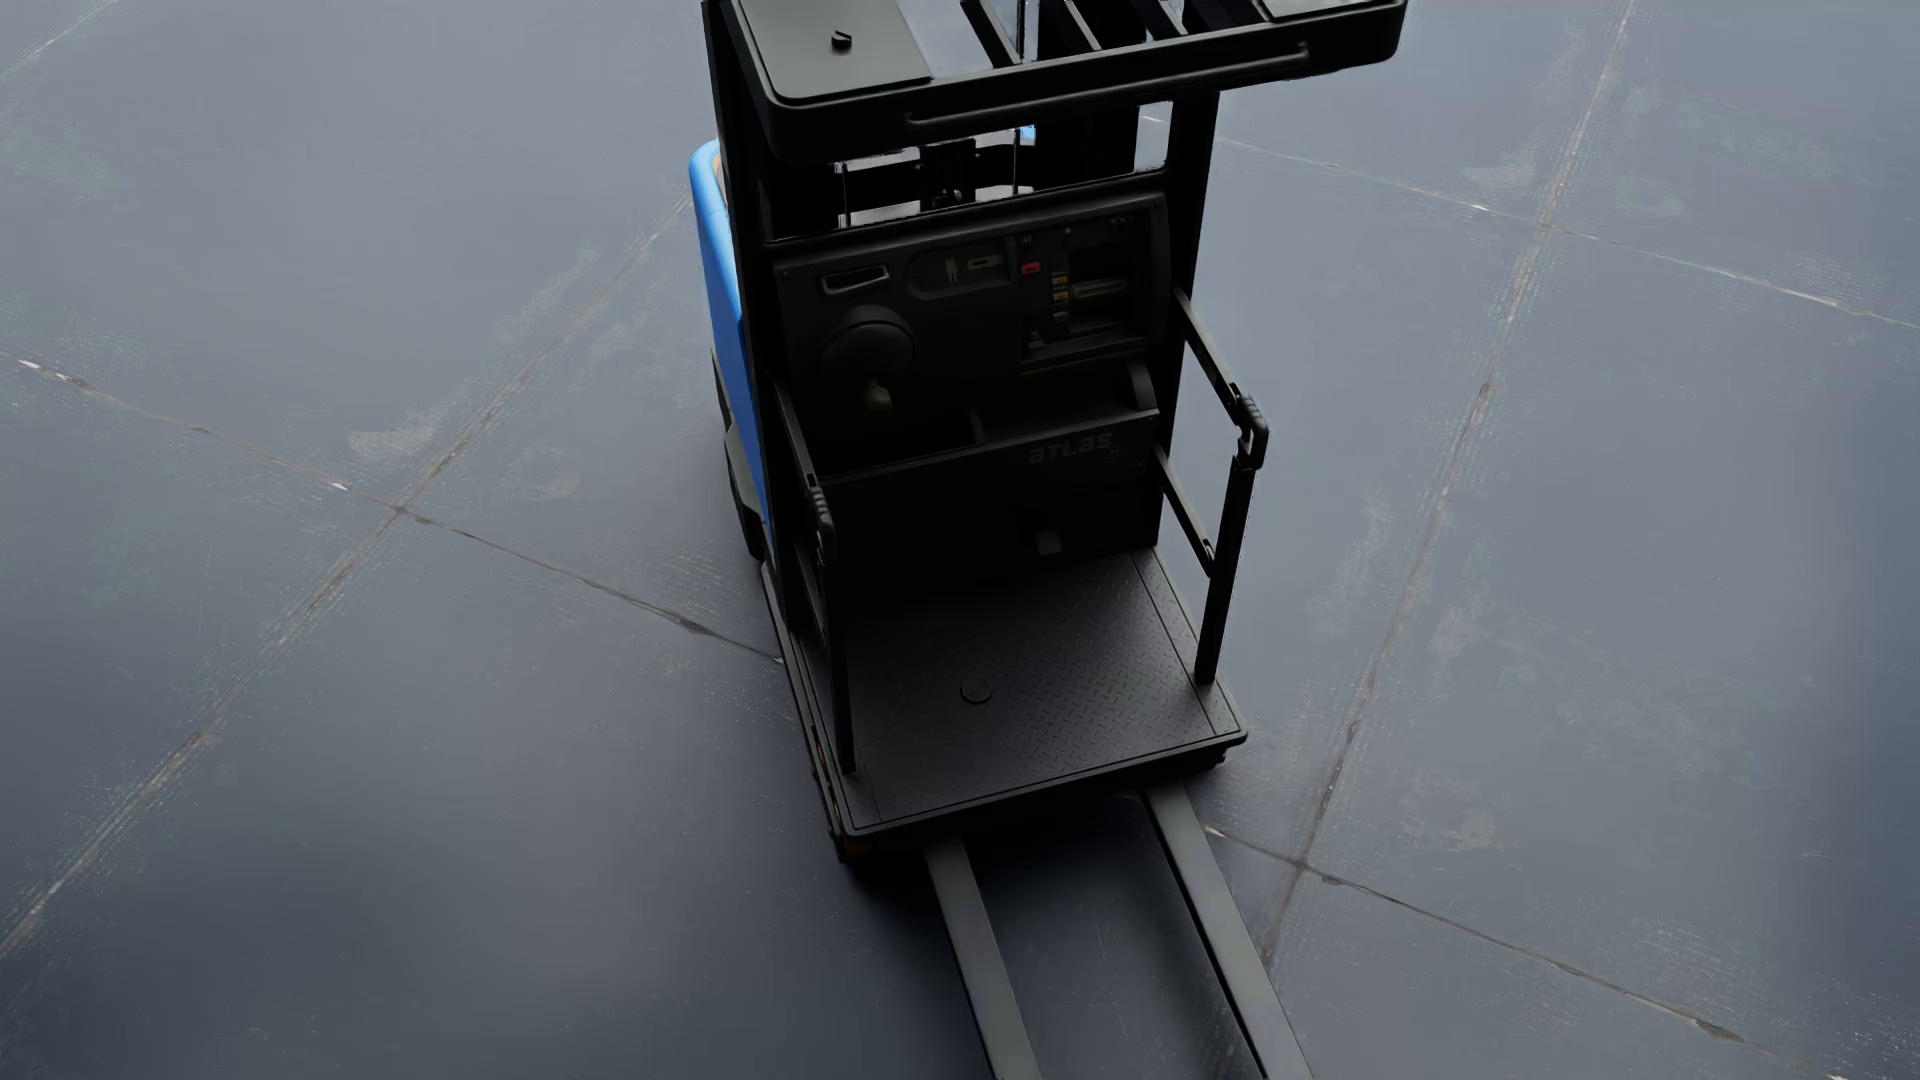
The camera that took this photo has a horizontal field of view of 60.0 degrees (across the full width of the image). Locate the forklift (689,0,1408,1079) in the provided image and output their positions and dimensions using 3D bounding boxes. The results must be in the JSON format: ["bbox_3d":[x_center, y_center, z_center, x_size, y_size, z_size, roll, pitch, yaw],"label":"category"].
[{"bbox_3d":[0.105,-0.439,3.699,1.130,2.935,3.031,-13,51,-11],"label":"forklift"}]
